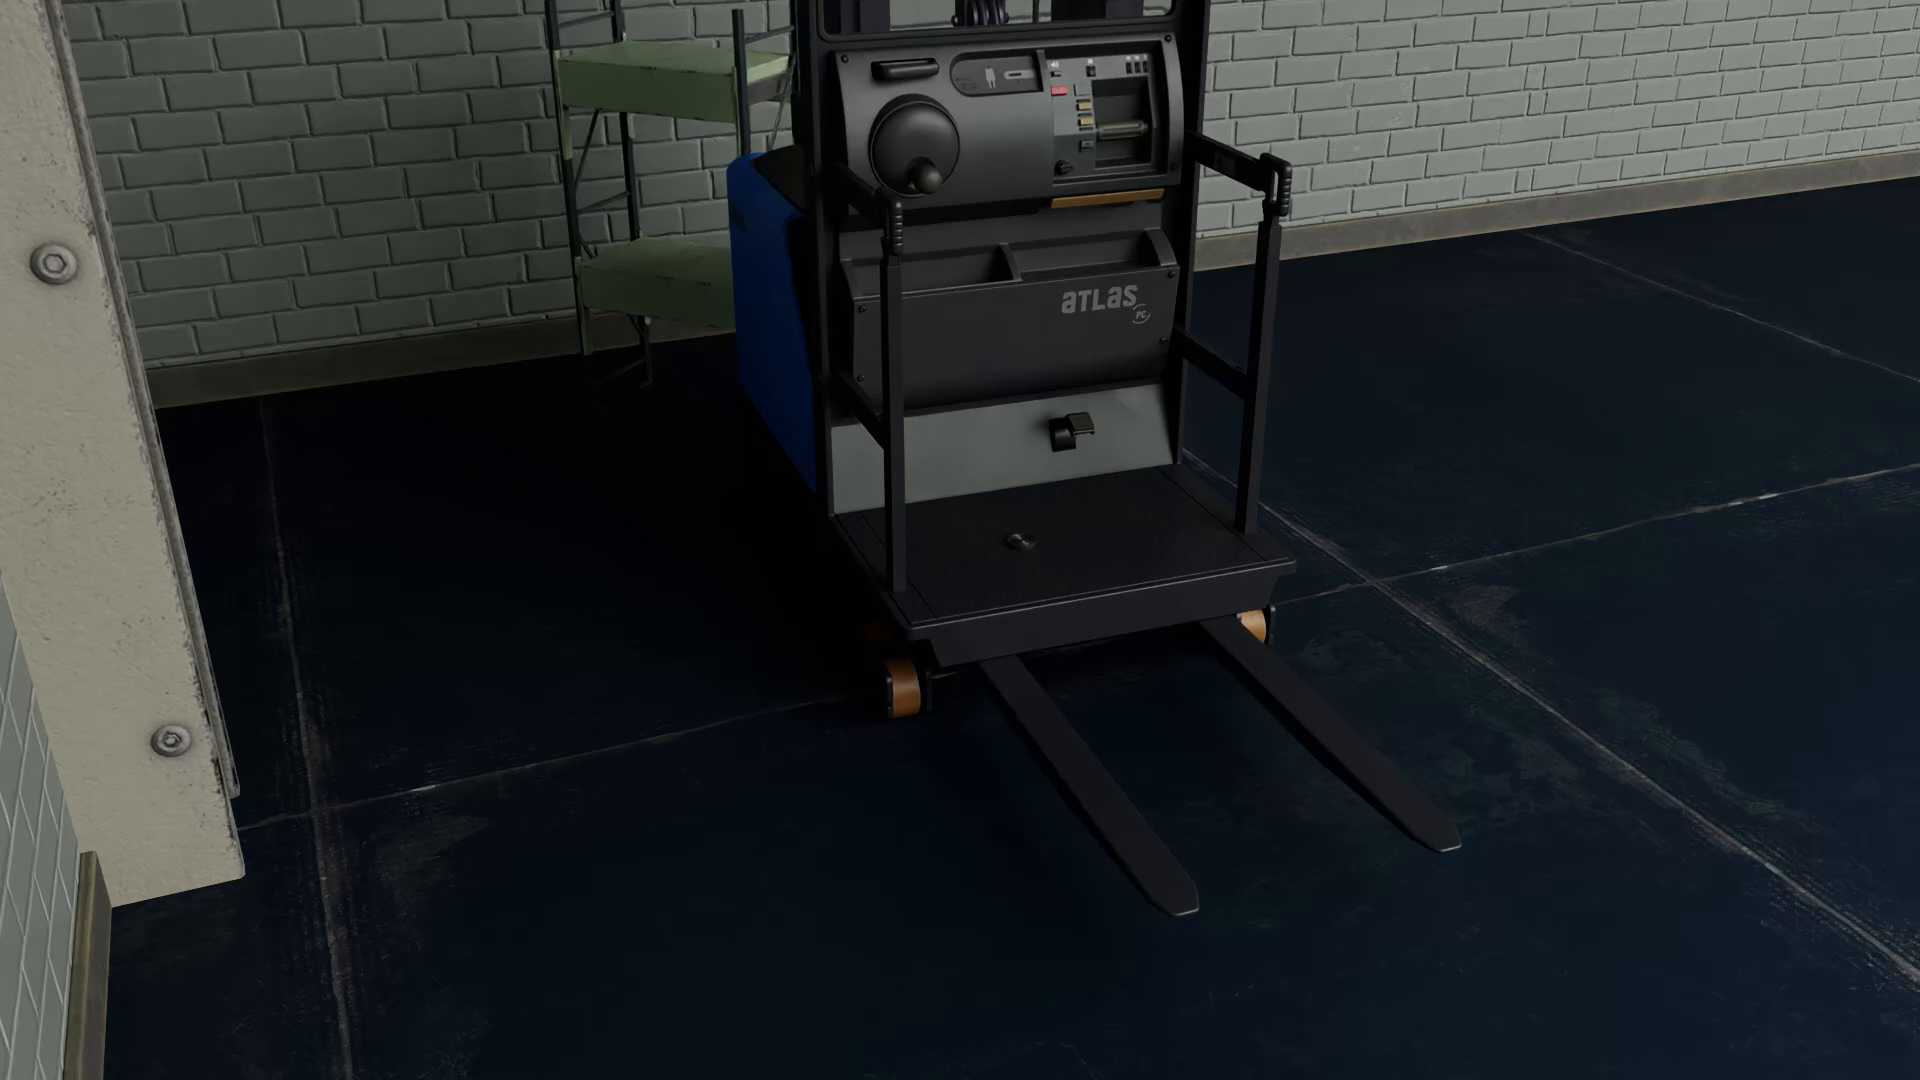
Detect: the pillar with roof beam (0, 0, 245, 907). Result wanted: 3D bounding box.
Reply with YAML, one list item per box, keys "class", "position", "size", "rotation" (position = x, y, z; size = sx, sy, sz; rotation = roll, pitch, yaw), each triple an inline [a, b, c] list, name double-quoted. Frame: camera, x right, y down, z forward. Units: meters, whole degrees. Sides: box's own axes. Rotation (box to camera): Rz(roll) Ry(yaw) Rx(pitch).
- class: "pillar with roof beam"
  position: [2.146, -4.085, 3.361]
  size: [9.100, 9.000, 0.400]
  rotation: [-11, 28, -21]

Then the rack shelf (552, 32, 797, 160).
- class: "rack shelf"
  position: [-0.965, -1.503, 5.730]
  size: [0.720, 0.370, 0.431]
  rotation: [11, 28, 22]

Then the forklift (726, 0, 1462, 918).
- class: "forklift"
  position: [0.214, -1.058, 4.075]
  size: [1.130, 2.935, 3.031]
  rotation: [-9, 27, -18]

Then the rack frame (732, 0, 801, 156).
- class: "rack frame"
  position: [-0.632, -1.086, 5.764]
  size: [0.023, 1.500, 0.400]
  rotation: [11, 28, 22]

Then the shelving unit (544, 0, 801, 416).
- class: "shelving unit"
  position: [-0.965, -1.152, 5.901]
  size: [0.755, 1.500, 0.431]
  rotation: [11, 28, 22]

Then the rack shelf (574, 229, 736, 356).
- class: "rack shelf"
  position: [-0.965, -0.859, 6.044]
  size: [0.720, 0.370, 0.431]
  rotation: [11, 28, 22]

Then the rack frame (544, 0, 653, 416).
- class: "rack frame"
  position: [-1.298, -1.219, 6.037]
  size: [0.023, 1.500, 0.400]
  rotation: [11, 28, 22]
